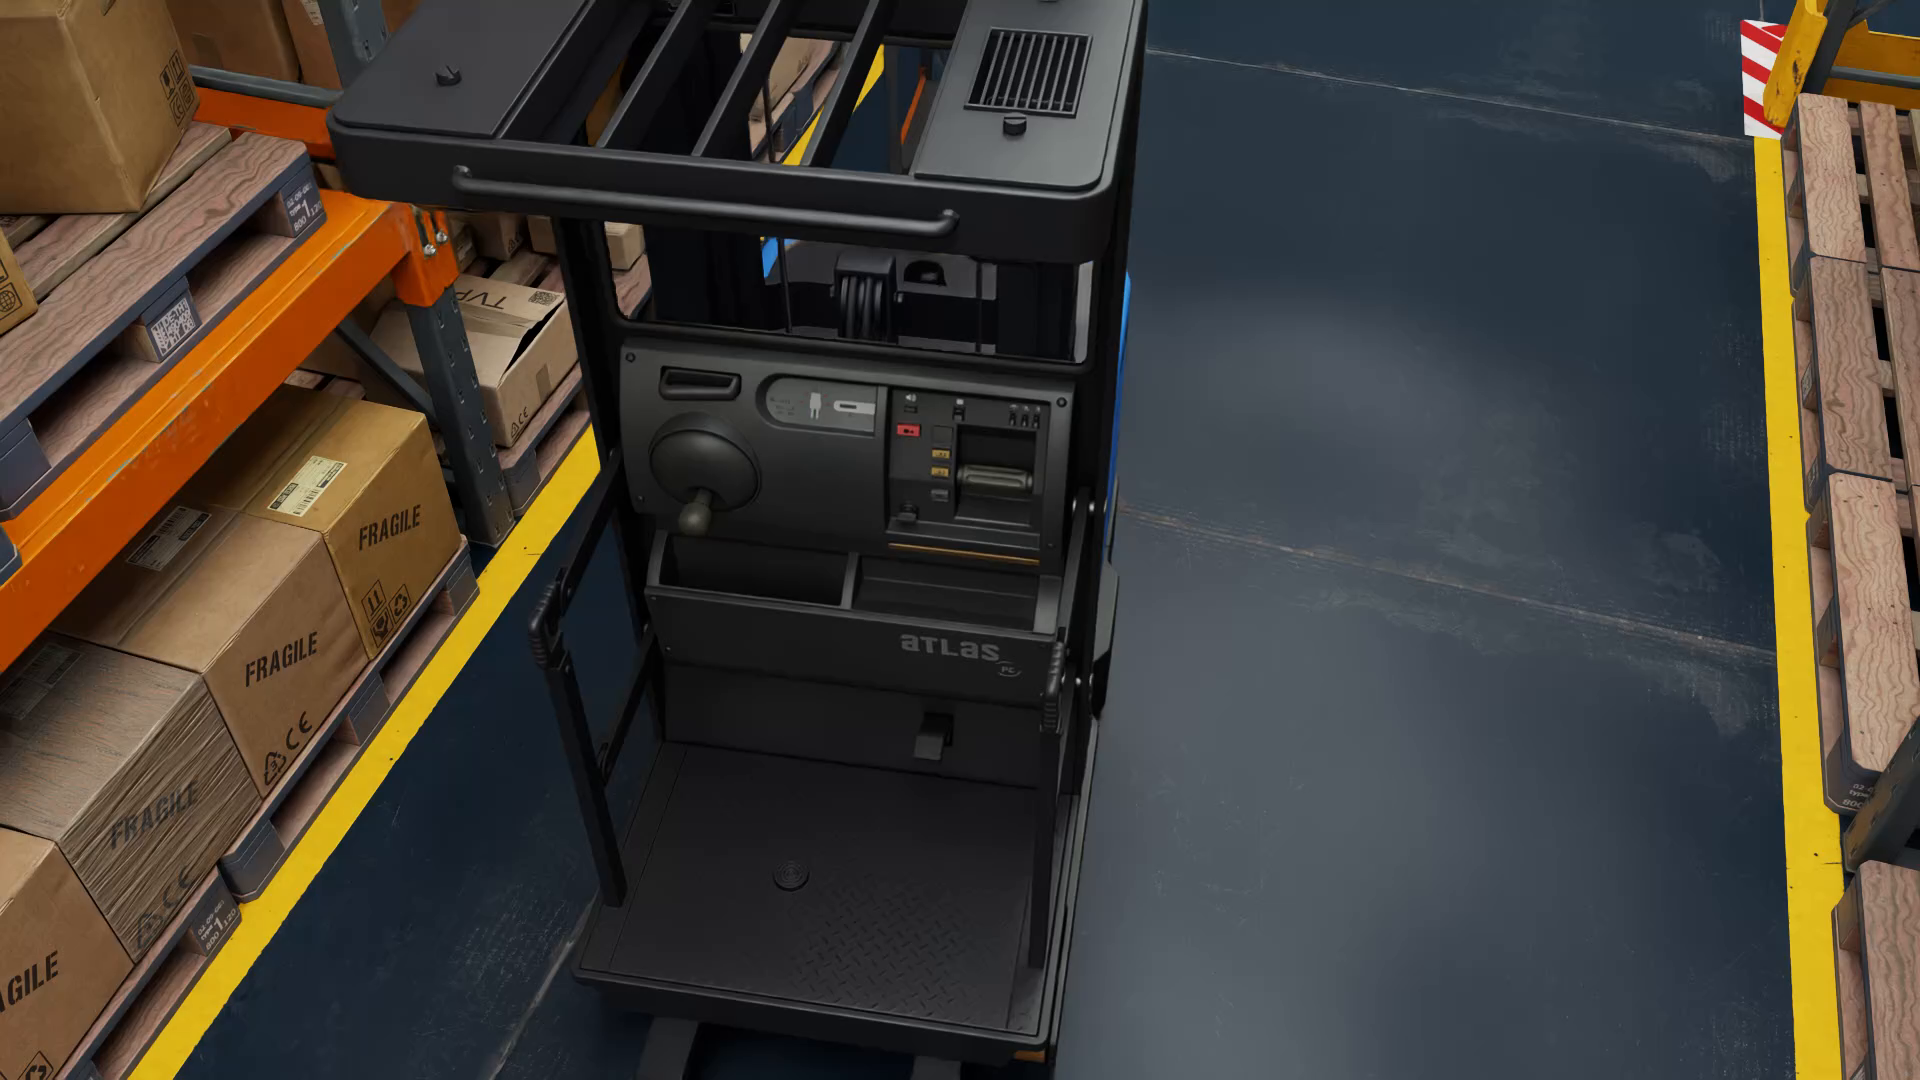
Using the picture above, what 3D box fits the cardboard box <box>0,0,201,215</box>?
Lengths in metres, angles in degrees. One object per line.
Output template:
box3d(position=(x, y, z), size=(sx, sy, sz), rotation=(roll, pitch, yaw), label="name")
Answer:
box3d(position=(-2.264, -1.102, 3.860), size=(0.700, 0.500, 0.500), rotation=(-1, 44, -1), label="cardboard box")

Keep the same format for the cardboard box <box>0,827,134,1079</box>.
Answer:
box3d(position=(-2.245, 0.942, 3.615), size=(0.500, 0.500, 0.500), rotation=(11, 45, 11), label="cardboard box")

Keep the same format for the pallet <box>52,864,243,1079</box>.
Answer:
box3d(position=(-2.485, 1.178, 3.896), size=(1.003, 0.211, 1.213), rotation=(13, 46, 13), label="pallet")

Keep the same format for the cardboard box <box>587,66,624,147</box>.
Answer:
box3d(position=(-1.343, -1.703, 6.316), size=(0.797, 0.503, 0.637), rotation=(13, 46, 13), label="cardboard box")

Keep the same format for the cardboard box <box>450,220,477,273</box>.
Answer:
box3d(position=(-1.949, -1.026, 5.877), size=(0.380, 0.149, 0.250), rotation=(13, 46, 13), label="cardboard box")

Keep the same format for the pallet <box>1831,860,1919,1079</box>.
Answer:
box3d(position=(2.539, 1.369, 3.700), size=(1.003, 0.211, 1.213), rotation=(13, 46, 13), label="pallet")

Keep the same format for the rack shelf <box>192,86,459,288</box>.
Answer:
box3d(position=(-1.302, -2.261, 5.930), size=(1.077, 0.370, 4.000), rotation=(13, 46, 13), label="rack shelf")

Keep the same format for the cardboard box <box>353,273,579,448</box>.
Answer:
box3d(position=(-1.574, -0.615, 5.342), size=(0.500, 0.311, 0.500), rotation=(13, 46, 13), label="cardboard box")

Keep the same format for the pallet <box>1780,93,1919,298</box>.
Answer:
box3d(position=(3.737, -1.262, 6.388), size=(1.003, 0.211, 1.213), rotation=(13, 46, 13), label="pallet")

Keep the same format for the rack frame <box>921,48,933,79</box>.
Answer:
box3d(position=(0.086, -1.175, 4.949), size=(0.400, 2.100, 0.015), rotation=(7, 45, 7), label="rack frame")

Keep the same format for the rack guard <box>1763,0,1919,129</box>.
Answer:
box3d(position=(4.019, -1.925, 6.860), size=(1.175, 0.500, 0.348), rotation=(13, 46, 13), label="rack guard")

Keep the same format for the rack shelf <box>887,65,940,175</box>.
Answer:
box3d(position=(0.046, -0.997, 4.787), size=(0.431, 0.518, 0.480), rotation=(7, 45, 7), label="rack shelf")

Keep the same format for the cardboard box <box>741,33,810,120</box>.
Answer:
box3d(position=(-0.942, -1.984, 6.785), size=(0.500, 0.250, 0.500), rotation=(13, 46, 13), label="cardboard box")

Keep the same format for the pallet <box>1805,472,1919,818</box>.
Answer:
box3d(position=(2.998, 0.365, 4.726), size=(1.003, 0.211, 1.213), rotation=(13, 46, 13), label="pallet")

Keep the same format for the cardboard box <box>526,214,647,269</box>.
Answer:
box3d(position=(-1.322, -1.142, 5.984), size=(0.380, 0.166, 0.250), rotation=(13, 46, 13), label="cardboard box")

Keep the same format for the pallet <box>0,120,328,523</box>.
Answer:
box3d(position=(-2.253, -0.607, 3.863), size=(1.003, 0.211, 1.213), rotation=(13, 46, 13), label="pallet")

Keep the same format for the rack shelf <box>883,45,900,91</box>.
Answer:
box3d(position=(0.046, -1.497, 4.297), size=(0.431, 0.518, 0.480), rotation=(7, 45, 7), label="rack shelf")

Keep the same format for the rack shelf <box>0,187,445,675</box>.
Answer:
box3d(position=(-2.513, 0.405, 3.206), size=(1.077, 0.370, 4.000), rotation=(13, 46, 13), label="rack shelf")

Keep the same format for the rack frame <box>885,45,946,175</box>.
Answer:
box3d(position=(0.006, -0.838, 4.605), size=(0.400, 2.100, 0.015), rotation=(7, 45, 7), label="rack frame")

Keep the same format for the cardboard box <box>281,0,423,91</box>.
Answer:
box3d(position=(-1.493, -1.503, 4.570), size=(0.500, 0.500, 0.500), rotation=(14, 46, 14), label="cardboard box")

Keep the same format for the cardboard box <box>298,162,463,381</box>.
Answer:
box3d(position=(-2.005, -0.889, 5.486), size=(0.500, 0.500, 0.500), rotation=(13, 46, 13), label="cardboard box")

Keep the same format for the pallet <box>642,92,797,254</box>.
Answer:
box3d(position=(-1.331, -1.462, 6.593), size=(1.003, 0.211, 1.213), rotation=(13, 46, 13), label="pallet")

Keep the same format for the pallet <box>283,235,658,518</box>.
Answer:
box3d(position=(-1.698, -0.646, 5.759), size=(1.003, 0.211, 1.213), rotation=(13, 46, 13), label="pallet")

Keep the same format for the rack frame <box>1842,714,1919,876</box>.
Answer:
box3d(position=(2.812, -0.133, 3.242), size=(1.000, 3.000, 0.127), rotation=(13, 46, 13), label="rack frame")

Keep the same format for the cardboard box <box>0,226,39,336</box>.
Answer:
box3d(position=(-2.412, -0.631, 3.378), size=(0.700, 0.500, 0.500), rotation=(19, 48, 19), label="cardboard box")

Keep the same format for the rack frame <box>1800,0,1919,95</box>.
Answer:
box3d(position=(4.024, -2.800, 5.966), size=(1.000, 3.000, 0.127), rotation=(13, 46, 13), label="rack frame")

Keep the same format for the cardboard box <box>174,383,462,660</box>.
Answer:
box3d(position=(-1.784, -0.059, 4.639), size=(0.500, 0.500, 0.500), rotation=(12, 46, 12), label="cardboard box")

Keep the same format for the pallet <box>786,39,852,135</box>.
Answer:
box3d(position=(-0.960, -2.272, 7.421), size=(1.003, 0.211, 1.213), rotation=(13, 46, 13), label="pallet")

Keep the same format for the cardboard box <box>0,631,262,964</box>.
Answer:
box3d(position=(-2.094, 0.603, 3.962), size=(0.500, 0.500, 0.500), rotation=(13, 46, 13), label="cardboard box")

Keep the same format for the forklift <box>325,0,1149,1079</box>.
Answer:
box3d(position=(-0.271, -0.083, 3.239), size=(1.130, 2.935, 3.031), rotation=(7, 45, 7), label="forklift")

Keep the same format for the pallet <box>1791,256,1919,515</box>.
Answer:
box3d(position=(3.366, -0.451, 5.560), size=(1.003, 0.211, 1.213), rotation=(13, 46, 13), label="pallet")

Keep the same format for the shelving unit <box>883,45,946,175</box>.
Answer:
box3d(position=(0.046, -1.007, 4.777), size=(0.431, 2.100, 0.503), rotation=(7, 45, 7), label="shelving unit")

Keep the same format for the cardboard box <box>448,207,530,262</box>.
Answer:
box3d(position=(-1.778, -1.321, 6.063), size=(0.500, 0.311, 0.500), rotation=(13, 46, 13), label="cardboard box")

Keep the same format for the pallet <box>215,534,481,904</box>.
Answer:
box3d(position=(-2.118, 0.362, 4.729), size=(1.003, 0.211, 1.213), rotation=(13, 46, 13), label="pallet")

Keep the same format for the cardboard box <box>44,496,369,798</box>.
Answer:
box3d(position=(-1.941, 0.268, 4.304), size=(0.500, 0.500, 0.500), rotation=(13, 46, 13), label="cardboard box")

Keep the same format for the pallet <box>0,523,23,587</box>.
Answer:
box3d(position=(-2.534, 0.253, 2.984), size=(1.003, 0.211, 1.213), rotation=(13, 46, 13), label="pallet")

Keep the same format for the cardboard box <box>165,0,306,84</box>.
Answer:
box3d(position=(-2.000, -1.608, 4.677), size=(0.500, 0.500, 0.500), rotation=(13, 46, 13), label="cardboard box")

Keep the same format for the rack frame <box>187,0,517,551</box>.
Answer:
box3d(position=(-1.907, -1.185, 4.316), size=(1.000, 3.000, 0.127), rotation=(13, 46, 13), label="rack frame")
